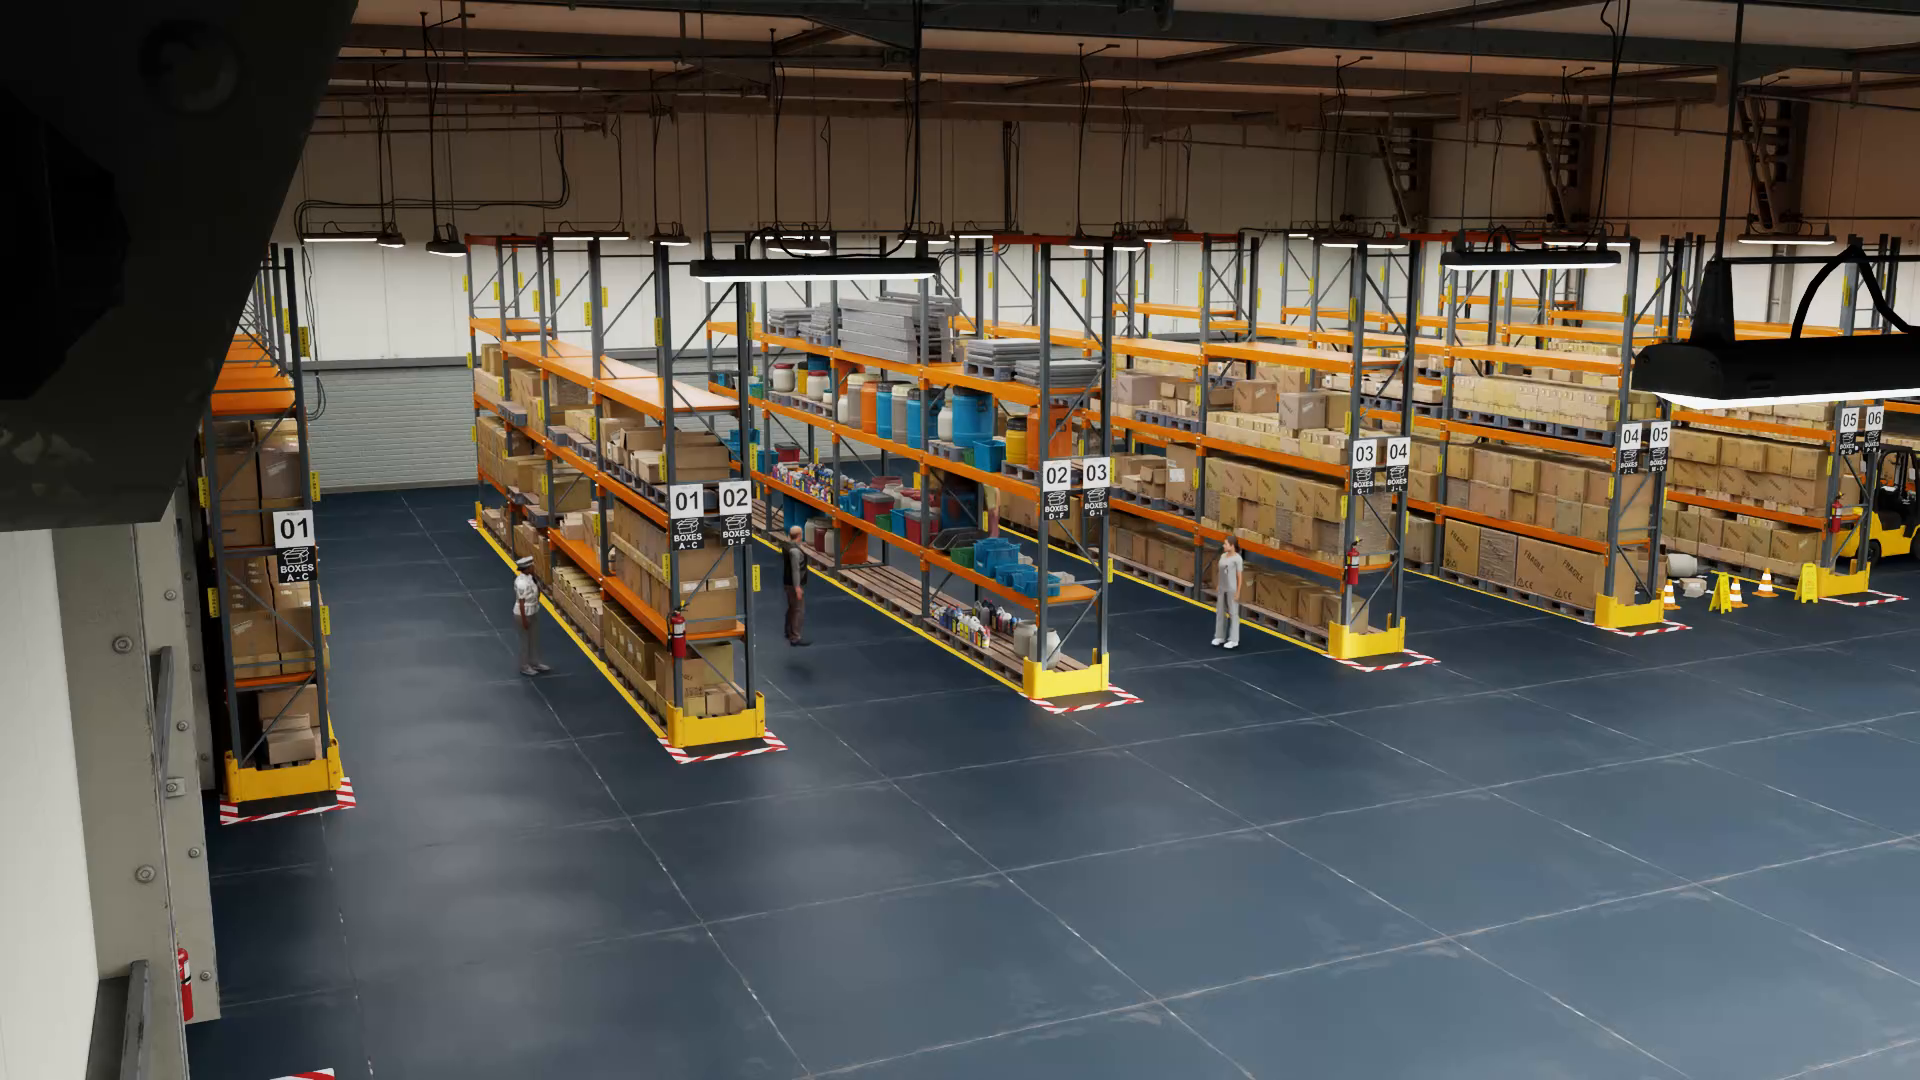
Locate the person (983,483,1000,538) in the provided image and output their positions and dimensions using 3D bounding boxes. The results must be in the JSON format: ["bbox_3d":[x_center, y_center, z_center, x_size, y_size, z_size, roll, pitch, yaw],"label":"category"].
[{"bbox_3d":[0.546,-0.570,30.098,0.369,1.683,0.522,-5,12,-24],"label":"person"}]

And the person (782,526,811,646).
[{"bbox_3d":[-2.333,0.666,23.735,0.400,1.766,0.620,-1,11,-4],"label":"person"}]

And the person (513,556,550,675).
[{"bbox_3d":[-6.058,1.056,23.342,0.377,1.685,0.507,3,11,13],"label":"person"}]

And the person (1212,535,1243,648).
[{"bbox_3d":[3.985,0.755,24.783,0.398,1.675,0.489,-8,13,-35],"label":"person"}]
